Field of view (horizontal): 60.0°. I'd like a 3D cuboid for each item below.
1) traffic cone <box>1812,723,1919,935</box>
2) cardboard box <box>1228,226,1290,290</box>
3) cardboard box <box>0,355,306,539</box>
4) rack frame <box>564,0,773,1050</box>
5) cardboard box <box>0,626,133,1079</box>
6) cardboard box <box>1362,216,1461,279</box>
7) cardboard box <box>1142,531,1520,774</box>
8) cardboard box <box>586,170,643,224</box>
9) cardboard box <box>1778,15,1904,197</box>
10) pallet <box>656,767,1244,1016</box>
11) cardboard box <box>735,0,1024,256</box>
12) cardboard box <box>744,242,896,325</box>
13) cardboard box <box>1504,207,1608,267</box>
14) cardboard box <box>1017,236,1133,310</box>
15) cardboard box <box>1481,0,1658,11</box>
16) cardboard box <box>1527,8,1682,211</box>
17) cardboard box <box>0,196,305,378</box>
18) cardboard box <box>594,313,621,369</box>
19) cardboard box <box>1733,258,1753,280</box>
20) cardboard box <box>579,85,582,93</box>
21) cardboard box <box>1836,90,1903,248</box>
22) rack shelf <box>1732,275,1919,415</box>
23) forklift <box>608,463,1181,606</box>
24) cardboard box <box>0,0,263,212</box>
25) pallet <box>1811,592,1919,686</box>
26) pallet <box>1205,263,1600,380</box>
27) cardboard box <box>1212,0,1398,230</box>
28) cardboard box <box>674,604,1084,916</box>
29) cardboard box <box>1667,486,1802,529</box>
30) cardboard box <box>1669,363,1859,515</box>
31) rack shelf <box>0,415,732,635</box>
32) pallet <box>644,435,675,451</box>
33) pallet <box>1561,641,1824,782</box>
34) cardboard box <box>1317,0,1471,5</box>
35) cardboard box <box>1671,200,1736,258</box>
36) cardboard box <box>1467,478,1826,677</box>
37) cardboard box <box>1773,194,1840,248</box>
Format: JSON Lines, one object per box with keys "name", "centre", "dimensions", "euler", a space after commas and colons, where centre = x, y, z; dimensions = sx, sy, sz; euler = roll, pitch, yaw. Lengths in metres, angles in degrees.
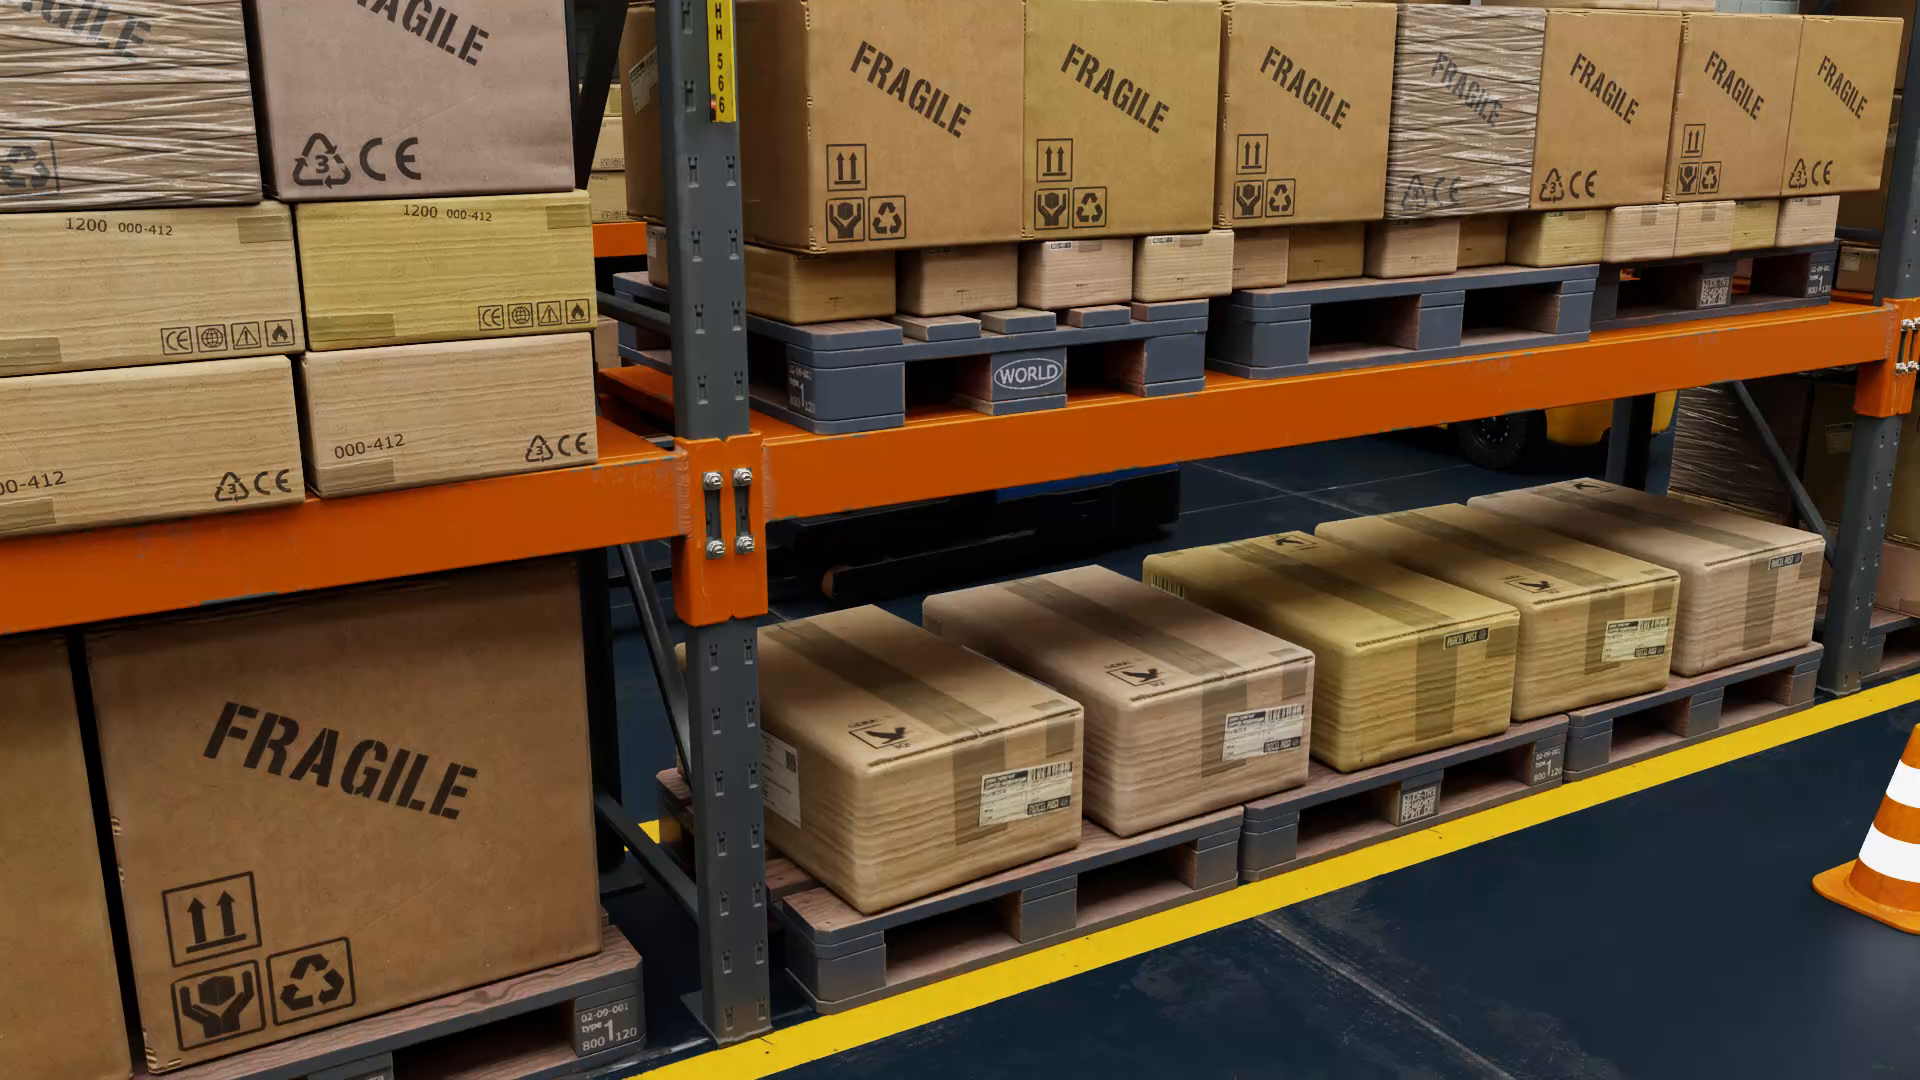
{"name": "traffic cone", "centre": [2.371, 0.679, 4.132], "dimensions": [0.334, 0.463, 0.336], "euler": [-9, 18, -30]}
{"name": "cardboard box", "centre": [0.589, -0.711, 4.074], "dimensions": [0.250, 0.149, 0.380], "euler": [-8, 18, -26]}
{"name": "cardboard box", "centre": [-1.446, -0.206, 2.865], "dimensions": [0.500, 0.250, 0.500], "euler": [-9, 18, -29]}
{"name": "rack frame", "centre": [-0.716, -0.483, 3.576], "dimensions": [0.127, 3.000, 1.000], "euler": [-9, 18, -30]}
{"name": "cardboard box", "centre": [-2.118, 0.537, 3.093], "dimensions": [0.875, 0.875, 0.875], "euler": [-9, 18, -29]}
{"name": "cardboard box", "centre": [1.069, -0.780, 4.323], "dimensions": [0.250, 0.149, 0.380], "euler": [-9, 18, -28]}
{"name": "cardboard box", "centre": [1.055, 0.295, 4.890], "dimensions": [0.625, 0.372, 0.950], "euler": [-9, 18, -28]}
{"name": "cardboard box", "centre": [-1.898, -1.706, 8.216], "dimensions": [0.500, 0.250, 0.500], "euler": [-10, 18, -31]}
{"name": "cardboard box", "centre": [2.435, -1.315, 5.031], "dimensions": [0.500, 0.500, 0.500], "euler": [-10, 18, -31]}
{"name": "pallet", "centre": [-0.045, 0.751, 4.339], "dimensions": [1.213, 0.211, 1.003], "euler": [-9, 18, -30]}
{"name": "cardboard box", "centre": [-0.211, -0.886, 3.498], "dimensions": [0.500, 0.500, 0.500], "euler": [-10, 18, -31]}
{"name": "cardboard box", "centre": [-0.342, -0.567, 3.561], "dimensions": [0.250, 0.149, 0.380], "euler": [-10, 19, -33]}
{"name": "cardboard box", "centre": [1.532, -0.847, 4.560], "dimensions": [0.250, 0.149, 0.380], "euler": [-9, 18, -30]}
{"name": "cardboard box", "centre": [0.176, -0.625, 3.771], "dimensions": [0.250, 0.149, 0.380], "euler": [-11, 19, -33]}
{"name": "cardboard box", "centre": [1.626, -1.486, 4.439], "dimensions": [0.250, 0.149, 0.380], "euler": [-10, 19, -32]}
{"name": "cardboard box", "centre": [1.565, -1.176, 4.533], "dimensions": [0.500, 0.500, 0.500], "euler": [-9, 18, -28]}
{"name": "cardboard box", "centre": [-1.438, -0.453, 2.822], "dimensions": [0.500, 0.250, 0.500], "euler": [-10, 18, -31]}
{"name": "cardboard box", "centre": [-2.178, -0.866, 8.564], "dimensions": [0.625, 0.625, 0.875], "euler": [-9, 18, -28]}
{"name": "cardboard box", "centre": [2.831, -1.033, 6.005], "dimensions": [0.250, 0.149, 0.380], "euler": [-9, 18, -30]}
{"name": "cardboard box", "centre": [-1.998, -2.128, 8.056], "dimensions": [0.250, 0.149, 0.380], "euler": [-9, 18, -29]}
{"name": "cardboard box", "centre": [3.234, -1.227, 5.494], "dimensions": [0.500, 0.500, 0.500], "euler": [-9, 18, -30]}
{"name": "rack shelf", "centre": [4.427, -0.971, 6.649], "dimensions": [4.000, 0.370, 1.077], "euler": [-9, 18, -30]}
{"name": "forklift", "centre": [-0.512, -1.314, 6.667], "dimensions": [3.031, 2.935, 1.130], "euler": [-11, 19, -34]}
{"name": "cardboard box", "centre": [-1.460, -0.807, 2.694], "dimensions": [0.500, 0.500, 0.500], "euler": [-9, 18, -29]}
{"name": "pallet", "centre": [3.270, 0.202, 6.298], "dimensions": [1.213, 0.211, 1.003], "euler": [-9, 18, -30]}
{"name": "pallet", "centre": [0.960, -0.675, 4.617], "dimensions": [1.213, 0.211, 1.003], "euler": [-9, 18, -30]}
{"name": "cardboard box", "centre": [0.684, -1.035, 4.031], "dimensions": [0.500, 0.500, 0.500], "euler": [-9, 18, -29]}
{"name": "cardboard box", "centre": [-0.226, 0.504, 4.146], "dimensions": [0.625, 0.372, 0.950], "euler": [-11, 19, -33]}
{"name": "cardboard box", "centre": [3.081, -0.062, 6.389], "dimensions": [0.500, 0.250, 0.500], "euler": [-8, 18, -27]}
{"name": "cardboard box", "centre": [3.082, -0.423, 6.288], "dimensions": [0.500, 0.500, 0.500], "euler": [-9, 18, -30]}
{"name": "rack shelf", "centre": [-2.430, 0.141, 2.681], "dimensions": [4.000, 0.370, 1.077], "euler": [-9, 18, -30]}
{"name": "pallet", "centre": [-1.505, -0.562, 9.025], "dimensions": [1.213, 0.211, 1.003], "euler": [-9, 18, -30]}
{"name": "pallet", "centre": [2.046, 0.412, 5.549], "dimensions": [1.213, 0.211, 1.003], "euler": [-9, 18, -30]}
{"name": "cardboard box", "centre": [1.249, -1.587, 4.797], "dimensions": [0.250, 0.149, 0.380], "euler": [-8, 18, -27]}
{"name": "cardboard box", "centre": [1.976, -0.908, 4.780], "dimensions": [0.250, 0.149, 0.380], "euler": [-10, 18, -31]}
{"name": "cardboard box", "centre": [2.265, 0.097, 5.596], "dimensions": [0.625, 0.372, 0.950], "euler": [-9, 18, -29]}
{"name": "cardboard box", "centre": [2.414, -0.985, 5.054], "dimensions": [0.250, 0.149, 0.380], "euler": [-9, 18, -29]}
